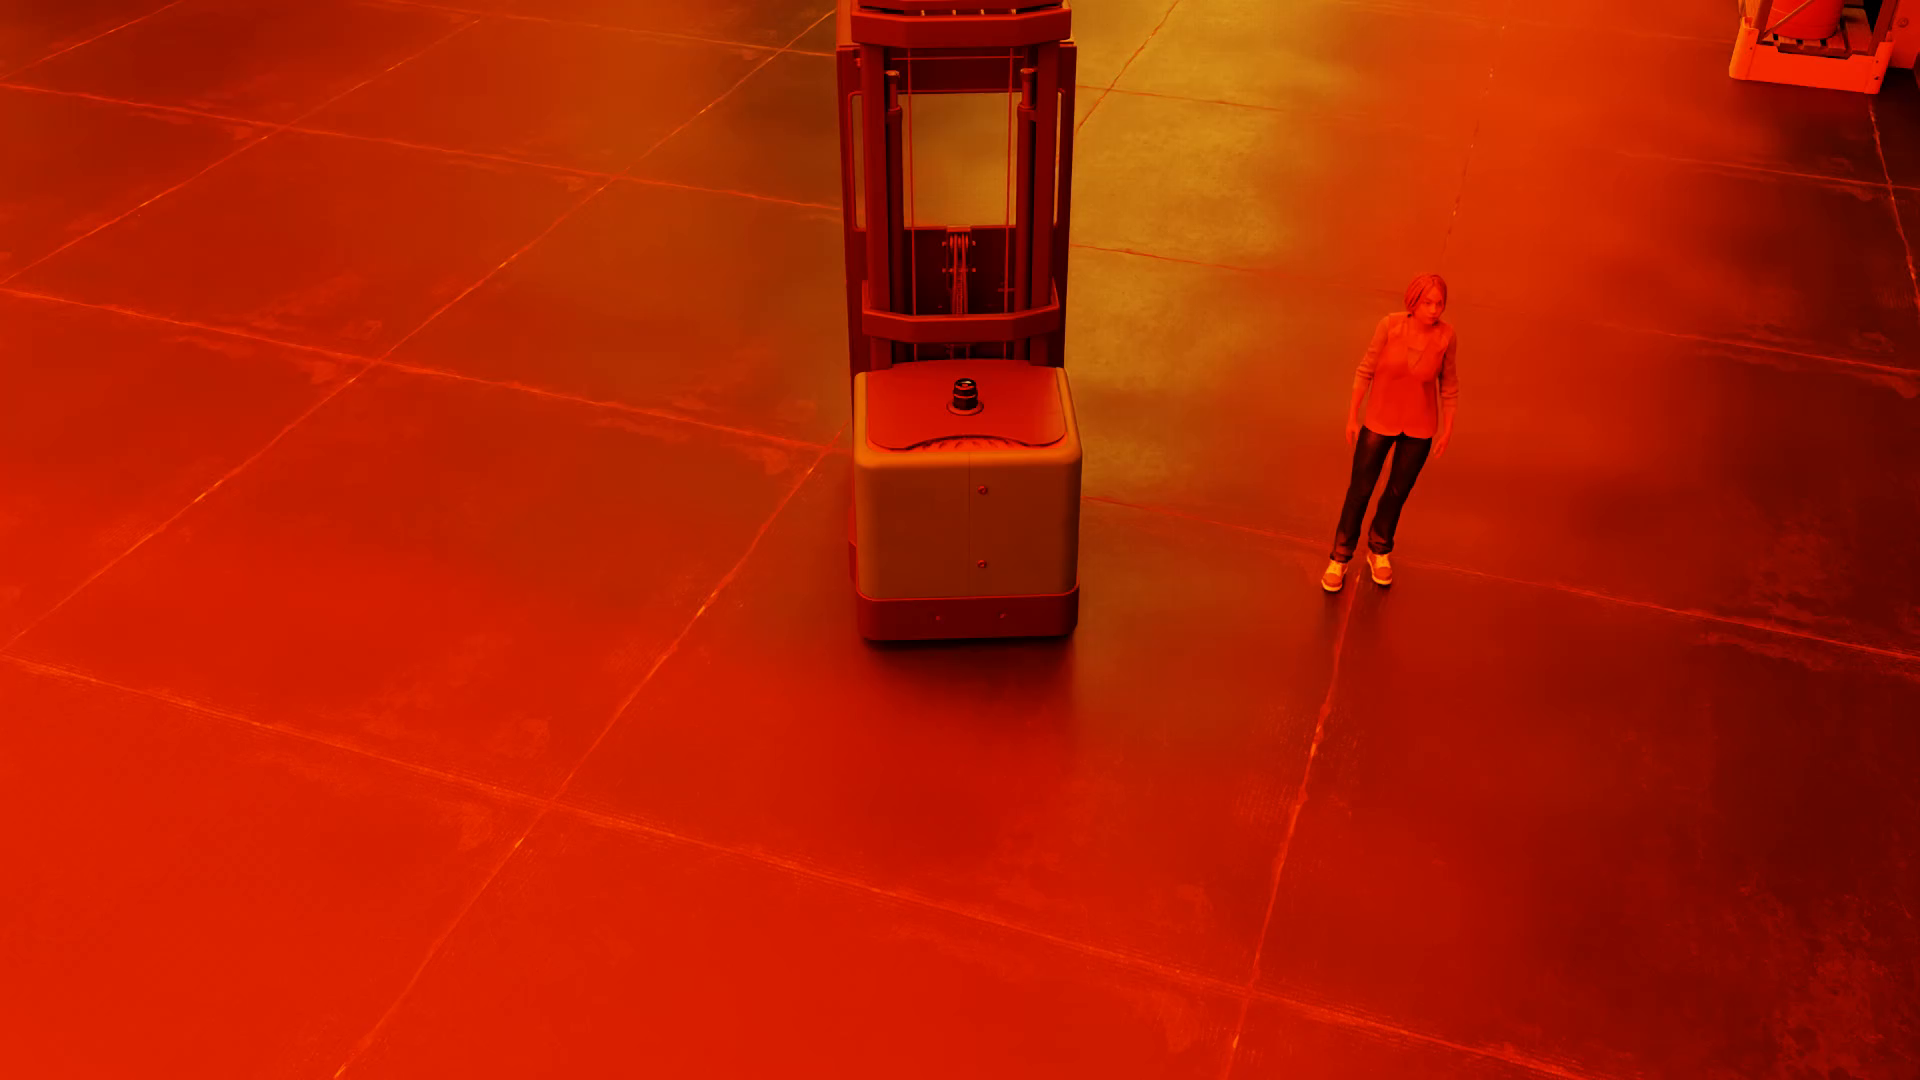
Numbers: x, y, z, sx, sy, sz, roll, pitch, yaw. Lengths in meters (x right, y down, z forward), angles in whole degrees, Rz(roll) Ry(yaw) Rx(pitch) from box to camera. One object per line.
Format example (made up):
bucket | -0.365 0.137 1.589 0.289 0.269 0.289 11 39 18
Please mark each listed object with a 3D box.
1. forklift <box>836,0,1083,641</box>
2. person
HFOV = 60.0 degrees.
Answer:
forklift | -0.029 -1.547 8.293 1.130 2.935 3.031 -2 35 -2
person | 2.090 -0.494 7.949 0.521 1.597 0.475 5 36 8
